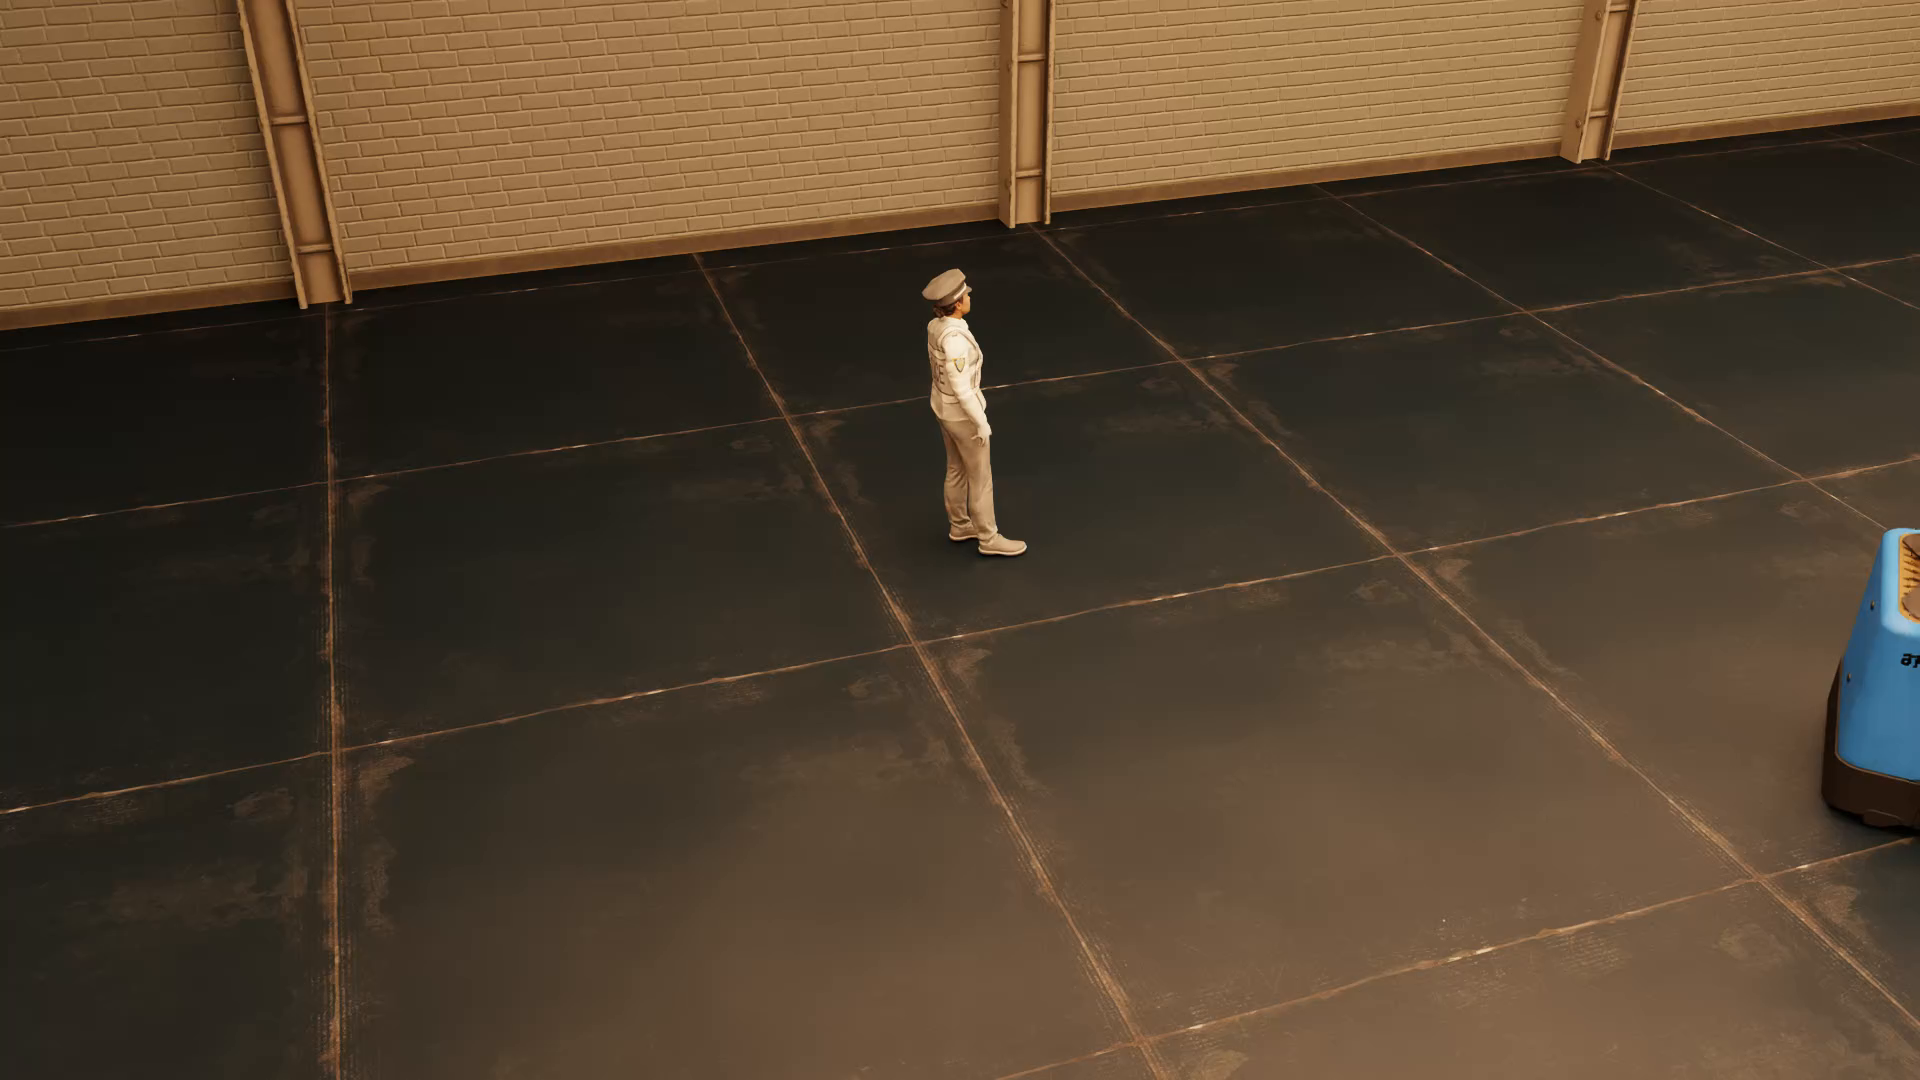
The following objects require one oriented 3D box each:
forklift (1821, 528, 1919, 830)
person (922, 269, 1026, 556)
[{"bbox_3d":[5.596,0.124,6.872,3.031,2.935,1.130,14,33,23],"label":"forklift"},{"bbox_3d":[0.068,-0.748,9.613,0.530,1.694,0.586,-10,31,-16],"label":"person"}]
